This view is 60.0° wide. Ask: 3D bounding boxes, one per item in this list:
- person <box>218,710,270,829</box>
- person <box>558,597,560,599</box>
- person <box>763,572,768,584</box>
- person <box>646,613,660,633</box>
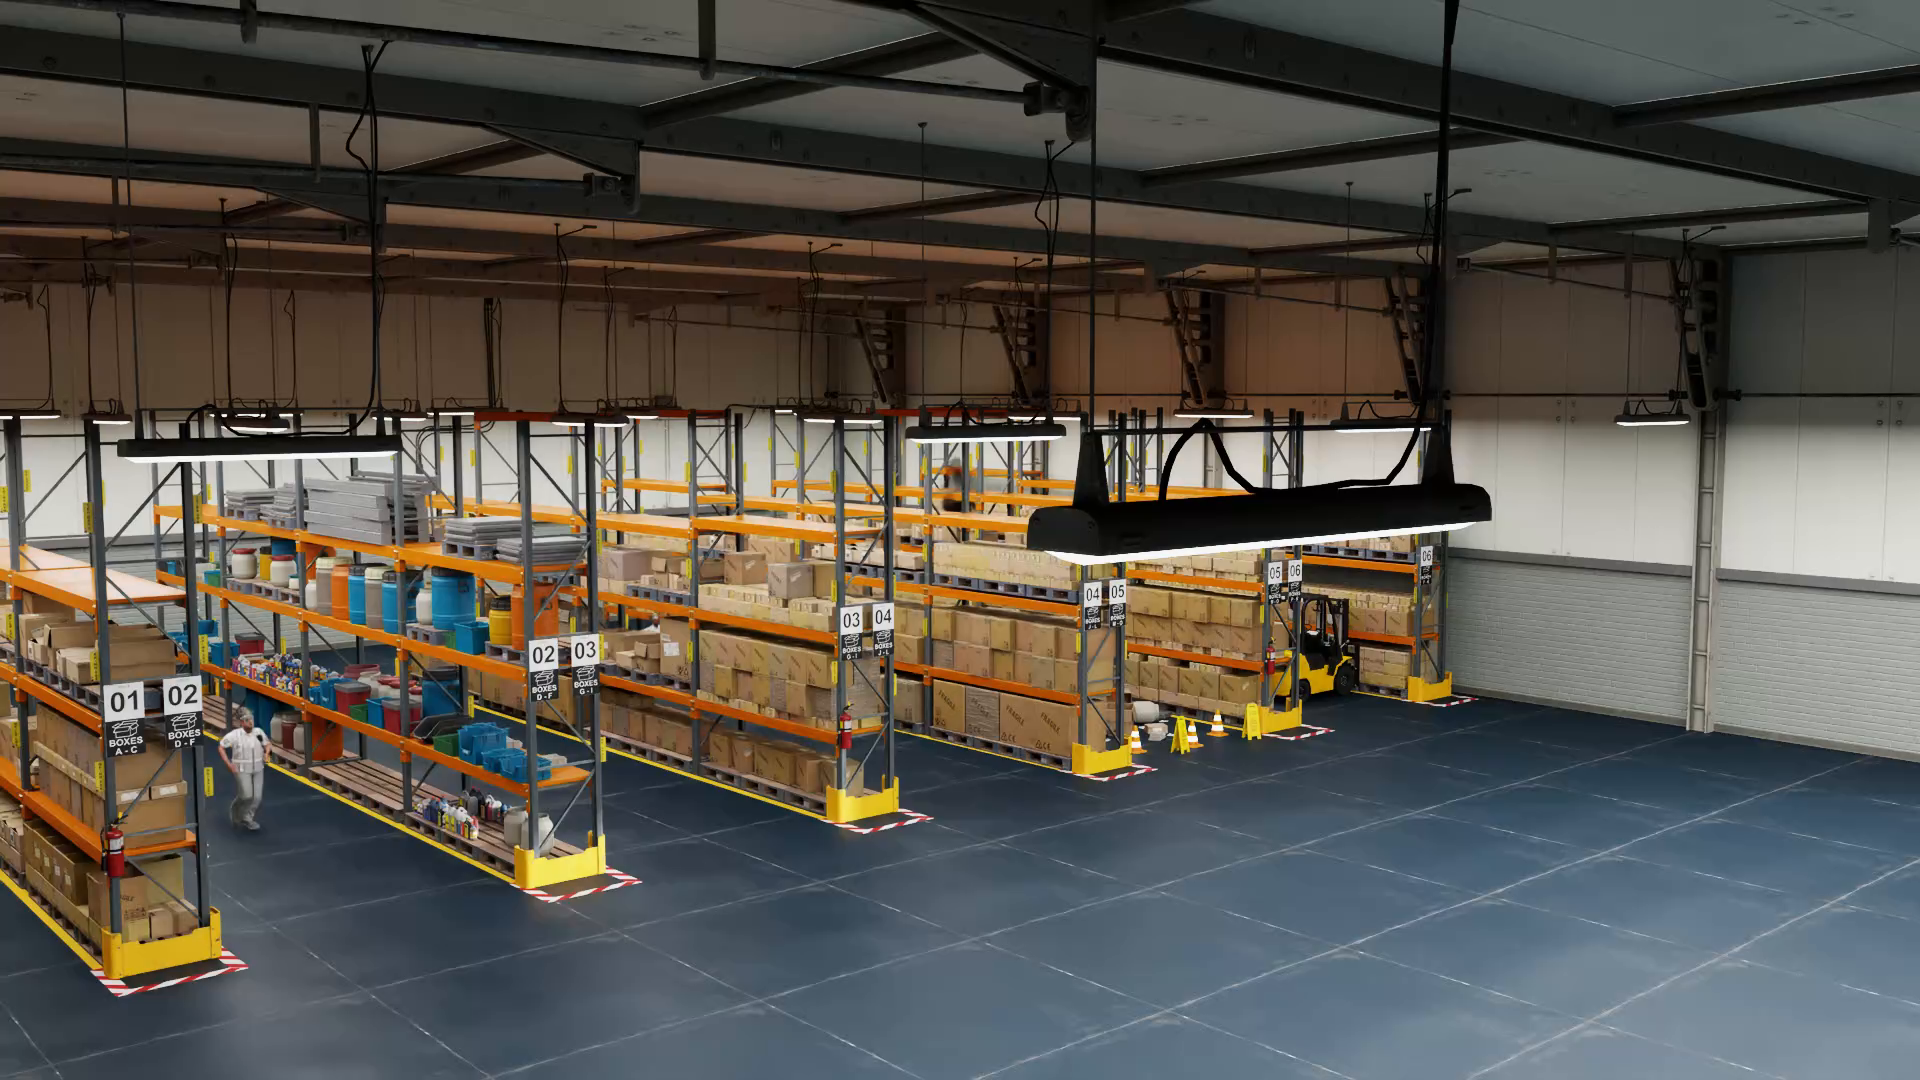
[{"bbox_3d":[-10.323,3.333,24.156,0.563,1.757,0.710,5,7,42],"label":"person"},{"bbox_3d":[-9.710,2.115,39.324,0.712,1.565,0.545,1,5,15],"label":"person"},{"bbox_3d":[-5.126,1.595,44.585,0.639,1.649,0.768,-1,5,-10],"label":"person"},{"bbox_3d":[-6.447,2.401,35.397,0.577,1.735,0.738,-3,6,-33],"label":"person"}]
